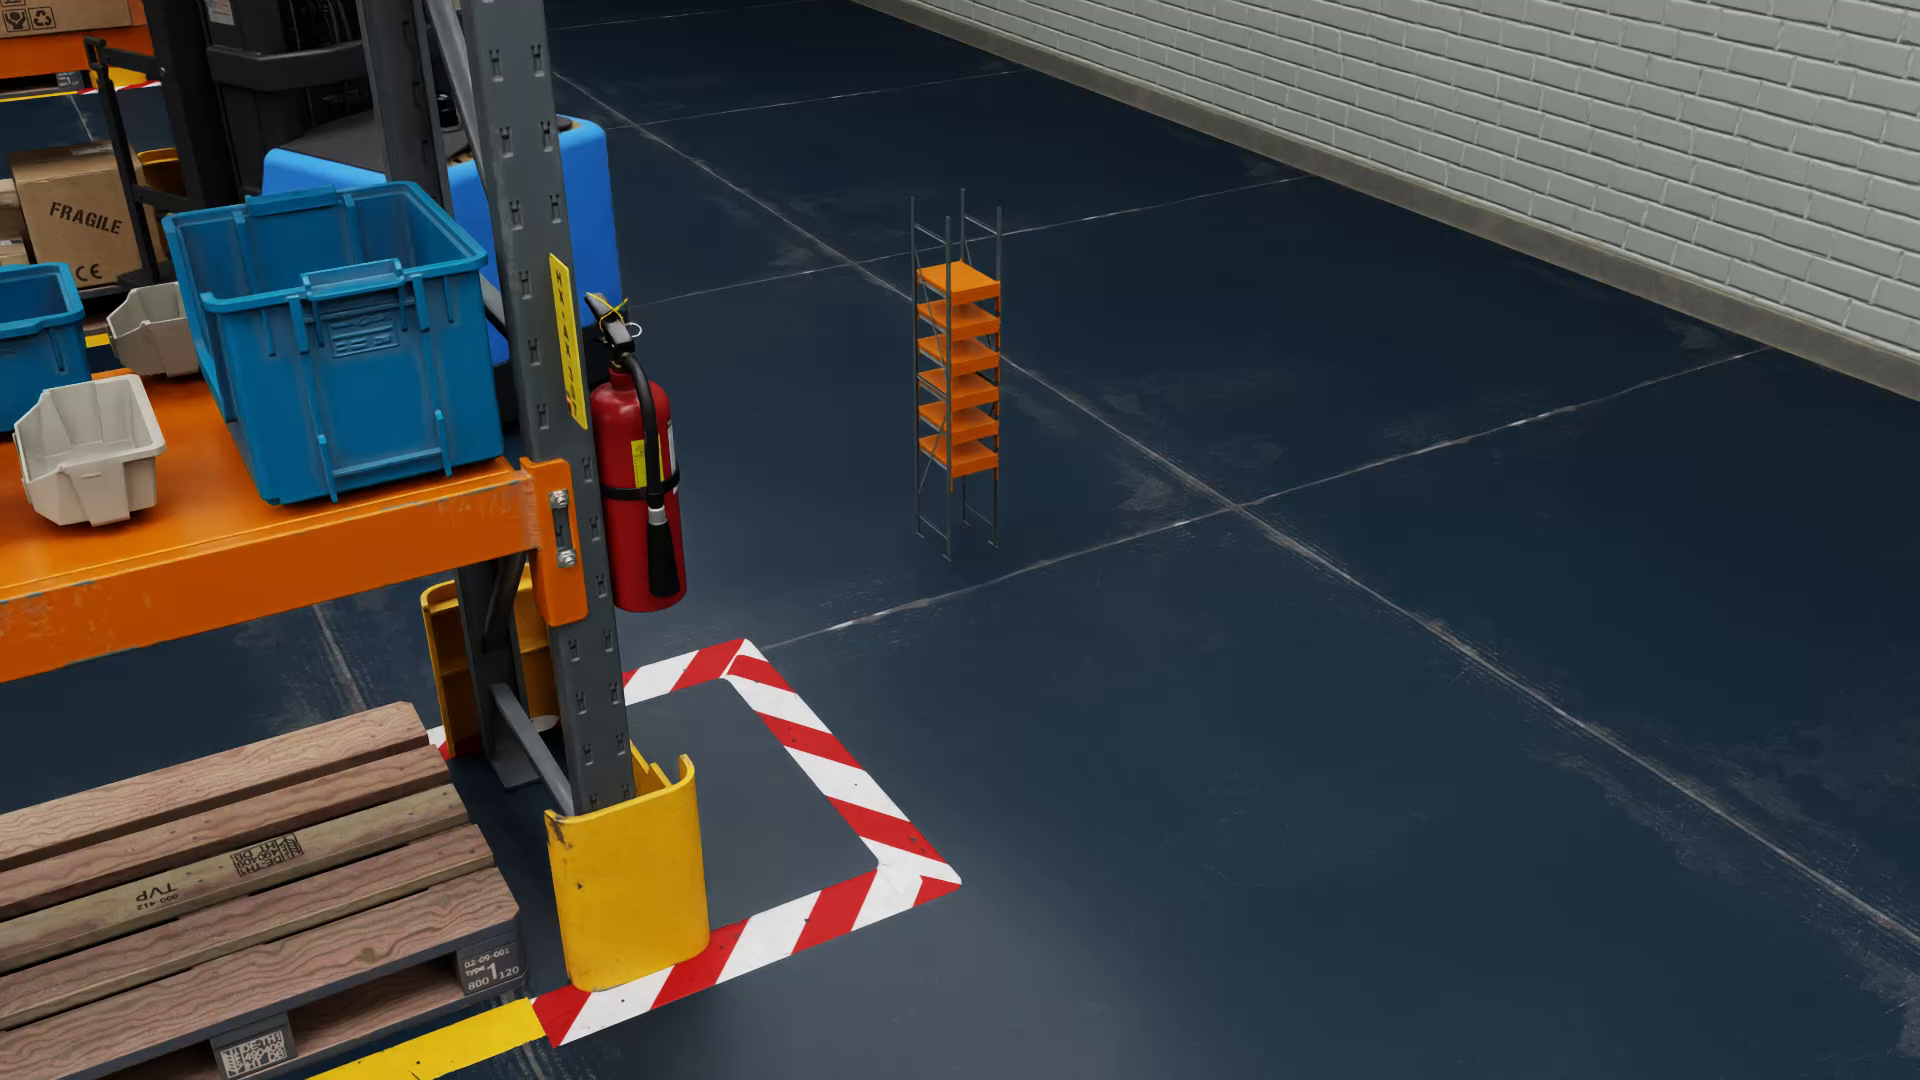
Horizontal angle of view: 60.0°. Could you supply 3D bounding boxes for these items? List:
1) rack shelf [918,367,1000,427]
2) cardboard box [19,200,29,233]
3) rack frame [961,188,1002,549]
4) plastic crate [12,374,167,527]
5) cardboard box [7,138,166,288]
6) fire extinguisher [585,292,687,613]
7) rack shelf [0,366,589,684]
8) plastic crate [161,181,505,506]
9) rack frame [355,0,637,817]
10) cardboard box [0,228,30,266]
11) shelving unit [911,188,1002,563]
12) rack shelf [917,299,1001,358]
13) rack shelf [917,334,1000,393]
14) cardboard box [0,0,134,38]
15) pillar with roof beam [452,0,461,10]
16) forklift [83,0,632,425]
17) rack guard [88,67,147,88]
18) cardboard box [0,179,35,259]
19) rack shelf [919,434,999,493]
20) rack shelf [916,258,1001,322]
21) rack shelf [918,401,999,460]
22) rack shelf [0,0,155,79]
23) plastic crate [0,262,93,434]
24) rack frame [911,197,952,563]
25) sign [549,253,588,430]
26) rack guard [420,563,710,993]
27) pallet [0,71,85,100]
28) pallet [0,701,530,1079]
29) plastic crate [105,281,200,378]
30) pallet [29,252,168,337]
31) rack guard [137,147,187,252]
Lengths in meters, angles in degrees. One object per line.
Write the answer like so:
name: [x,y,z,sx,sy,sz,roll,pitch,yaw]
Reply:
rack shelf: [-0.012,-0.483,5.475,0.180,0.103,0.258,-16,33,-26]
cardboard box: [-4.292,-1.524,7.883,0.250,0.166,0.380,-16,33,-26]
rack frame: [0.066,-0.544,5.494,0.006,1.200,0.240,-16,33,-26]
plastic crate: [-1.647,-0.163,3.153,0.243,0.136,0.396,-16,33,-26]
cardboard box: [-3.886,-1.455,7.413,0.500,0.500,0.500,-16,33,-26]
fire extinguisher: [-0.675,-0.178,3.434,0.183,0.674,0.296,-16,33,-26]
rack shelf: [-2.760,0.277,2.888,4.000,0.370,1.077,-16,33,-26]
plastic crate: [-1.229,-0.410,3.289,0.499,0.435,0.616,-16,33,-26]
rack frame: [-1.035,-0.528,3.602,0.127,3.000,1.000,-16,33,-26]
cardboard box: [-4.280,-1.247,7.382,0.250,0.166,0.380,-16,33,-26]
shelving unit: [-0.012,-0.522,5.454,0.189,1.200,0.258,-16,33,-26]
rack shelf: [-0.012,-0.693,5.359,0.180,0.103,0.258,-16,33,-26]
rack shelf: [-0.012,-0.588,5.417,0.180,0.103,0.258,-16,33,-26]
cardboard box: [-3.790,-2.413,6.914,0.500,0.500,0.500,-15,32,-25]
pillar with roof beam: [-1.984,-6.509,8.231,0.400,9.000,9.100,-16,33,-26]
forklift: [-2.875,-2.172,6.653,3.031,2.935,1.130,18,34,29]
rack guard: [-6.034,-3.566,11.695,0.348,0.500,1.175,-16,33,-26]
cardboard box: [-4.585,-1.443,7.652,0.500,0.250,0.500,-16,33,-26]
rack shelf: [-0.012,-0.273,5.591,0.180,0.103,0.258,-16,33,-26]
rack shelf: [-0.012,-0.798,5.301,0.180,0.103,0.258,-16,33,-26]
rack shelf: [-0.012,-0.378,5.533,0.180,0.103,0.258,-16,33,-26]
rack shelf: [-5.266,-1.788,6.629,4.000,0.370,1.077,-16,33,-26]
plastic crate: [-1.983,-0.396,3.475,0.300,0.233,0.416,-16,33,-26]
rack frame: [-0.091,-0.499,5.413,0.006,1.200,0.240,-16,33,-26]
sign: [-0.743,-0.374,3.154,0.005,0.325,0.100,-16,33,-26]
rack guard: [-1.021,0.555,4.226,0.348,0.500,1.175,-16,33,-26]
pallet: [-6.704,-3.205,11.340,1.213,0.211,1.003,-16,33,-26]
pallet: [-1.766,0.879,3.939,1.213,0.211,1.003,-16,33,-26]
plastic crate: [-1.734,-0.471,3.710,0.298,0.136,0.250,-16,33,-26]
pallet: [-4.294,-1.157,7.628,1.213,0.211,1.003,-16,33,-26]
rack guard: [-3.607,-1.479,7.913,0.348,0.500,1.175,-16,33,-26]
